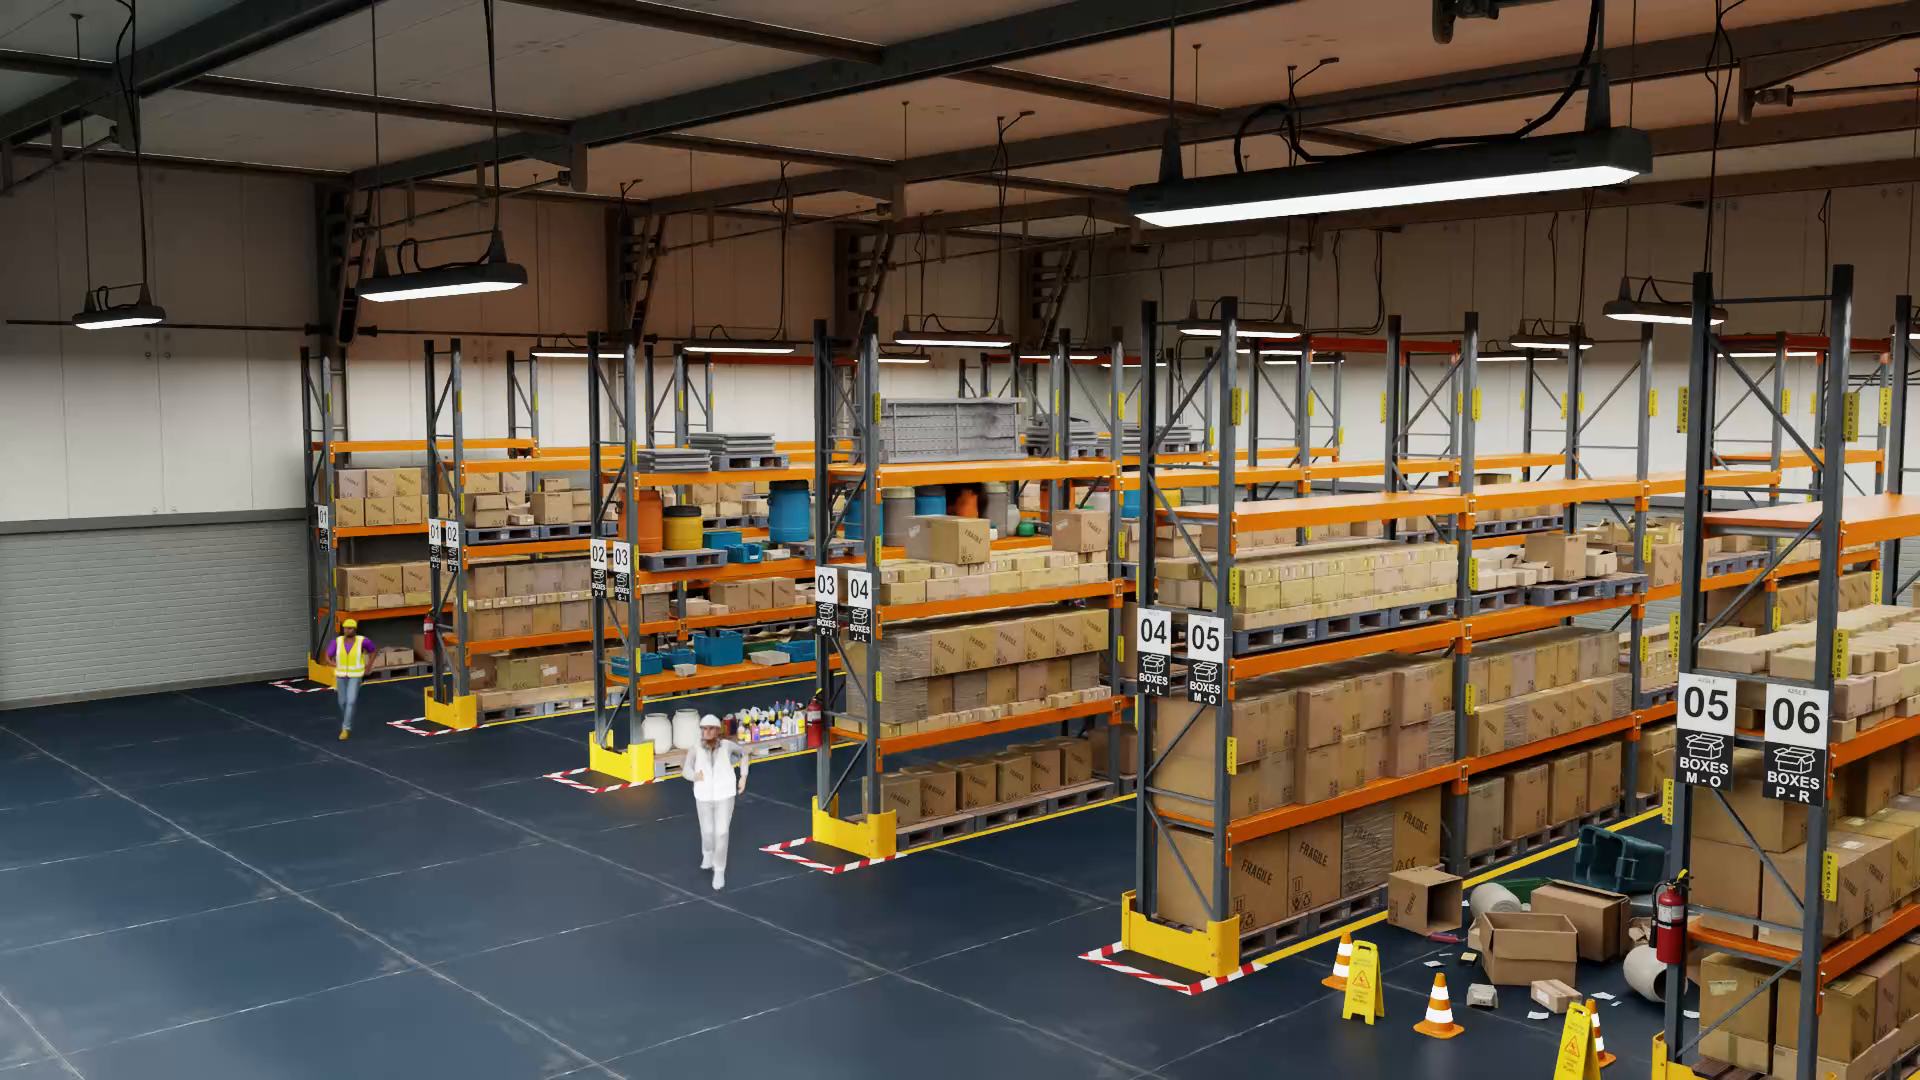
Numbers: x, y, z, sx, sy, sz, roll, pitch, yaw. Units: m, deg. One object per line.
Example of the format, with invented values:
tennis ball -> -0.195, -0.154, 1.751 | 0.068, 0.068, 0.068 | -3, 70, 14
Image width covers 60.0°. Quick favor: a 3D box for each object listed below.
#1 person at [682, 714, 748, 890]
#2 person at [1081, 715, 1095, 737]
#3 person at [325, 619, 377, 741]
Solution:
person -> -2.591, 2.736, 17.630 | 0.662, 1.822, 0.898 | 0, 5, 1
person -> 1.972, 2.095, 25.095 | 0.722, 1.731, 0.647 | 3, 6, 28
person -> -9.219, 2.071, 25.153 | 0.715, 1.779, 0.897 | -1, 5, -6
